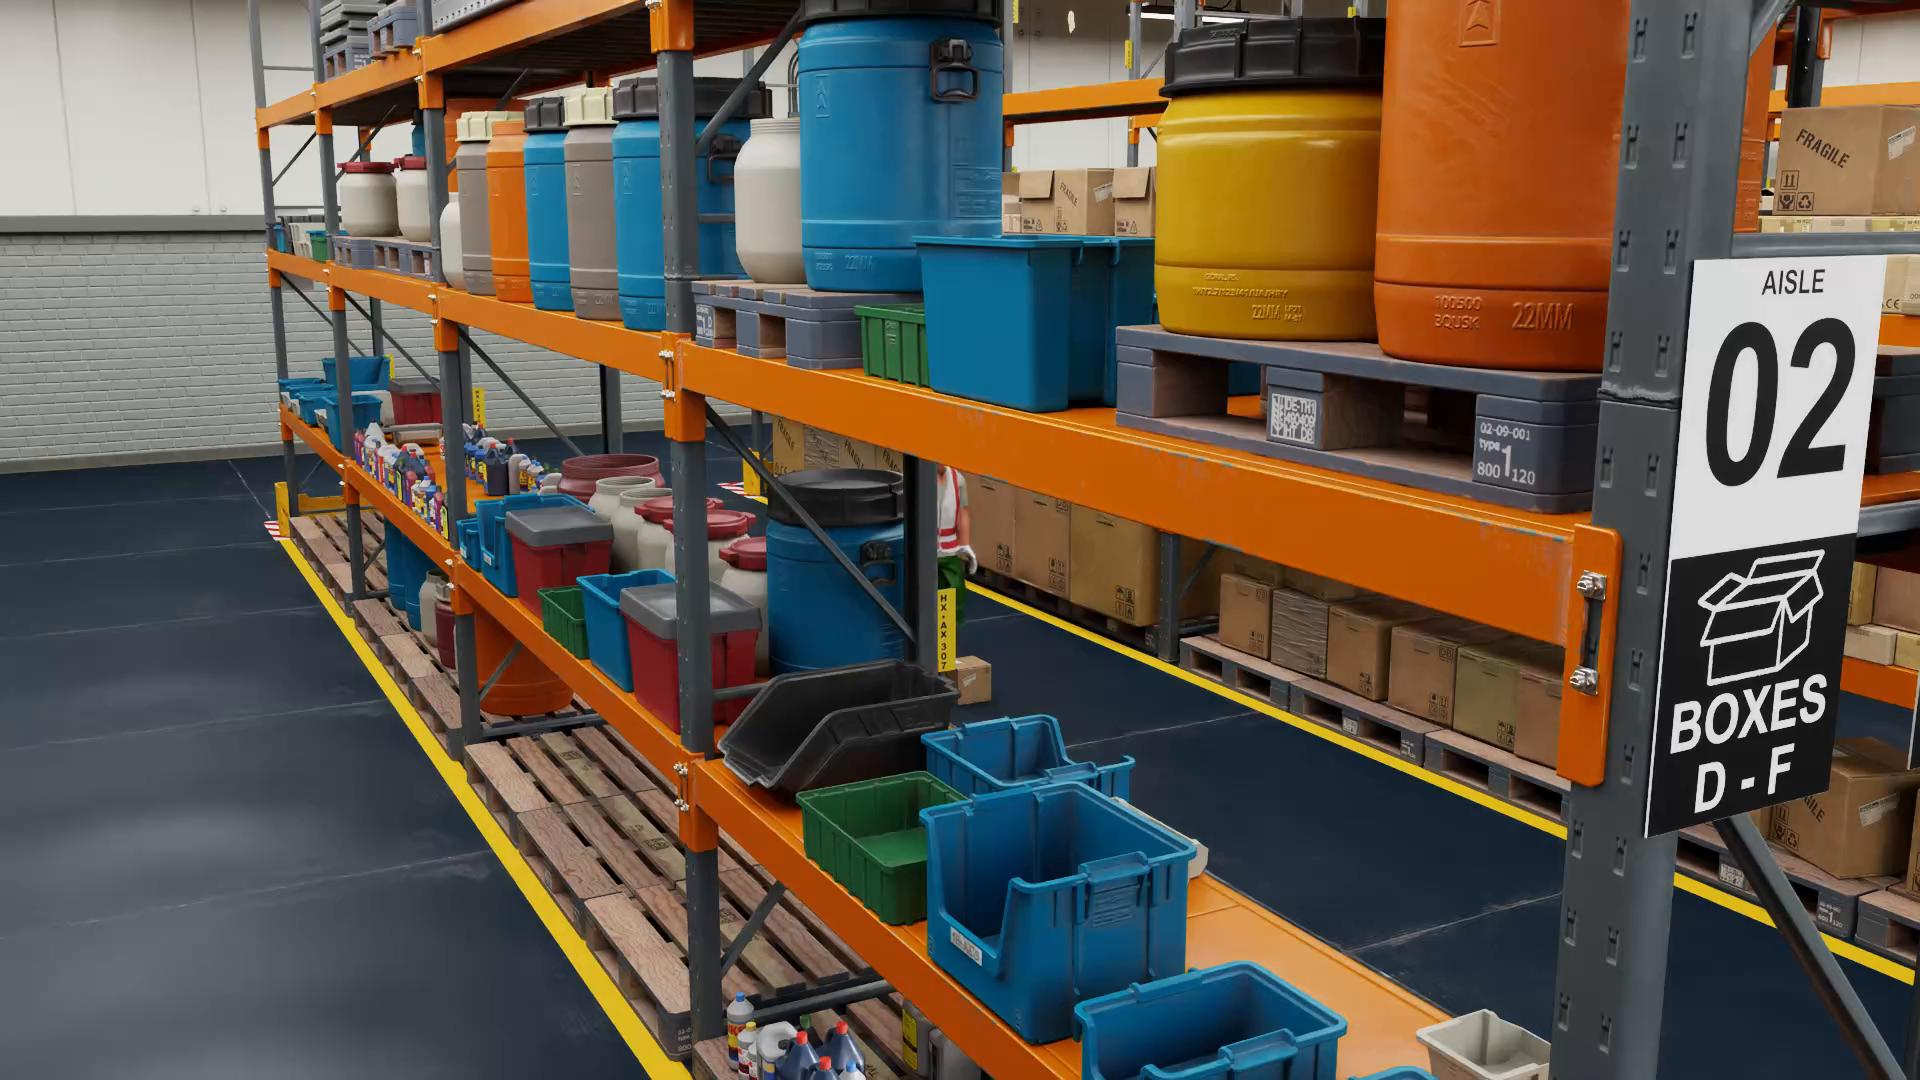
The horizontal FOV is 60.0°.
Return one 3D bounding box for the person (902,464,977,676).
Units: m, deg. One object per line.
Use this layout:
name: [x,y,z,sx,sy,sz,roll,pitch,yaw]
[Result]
person: [-0.161,0.123,11.369,0.536,1.758,0.414,-6,13,-27]
